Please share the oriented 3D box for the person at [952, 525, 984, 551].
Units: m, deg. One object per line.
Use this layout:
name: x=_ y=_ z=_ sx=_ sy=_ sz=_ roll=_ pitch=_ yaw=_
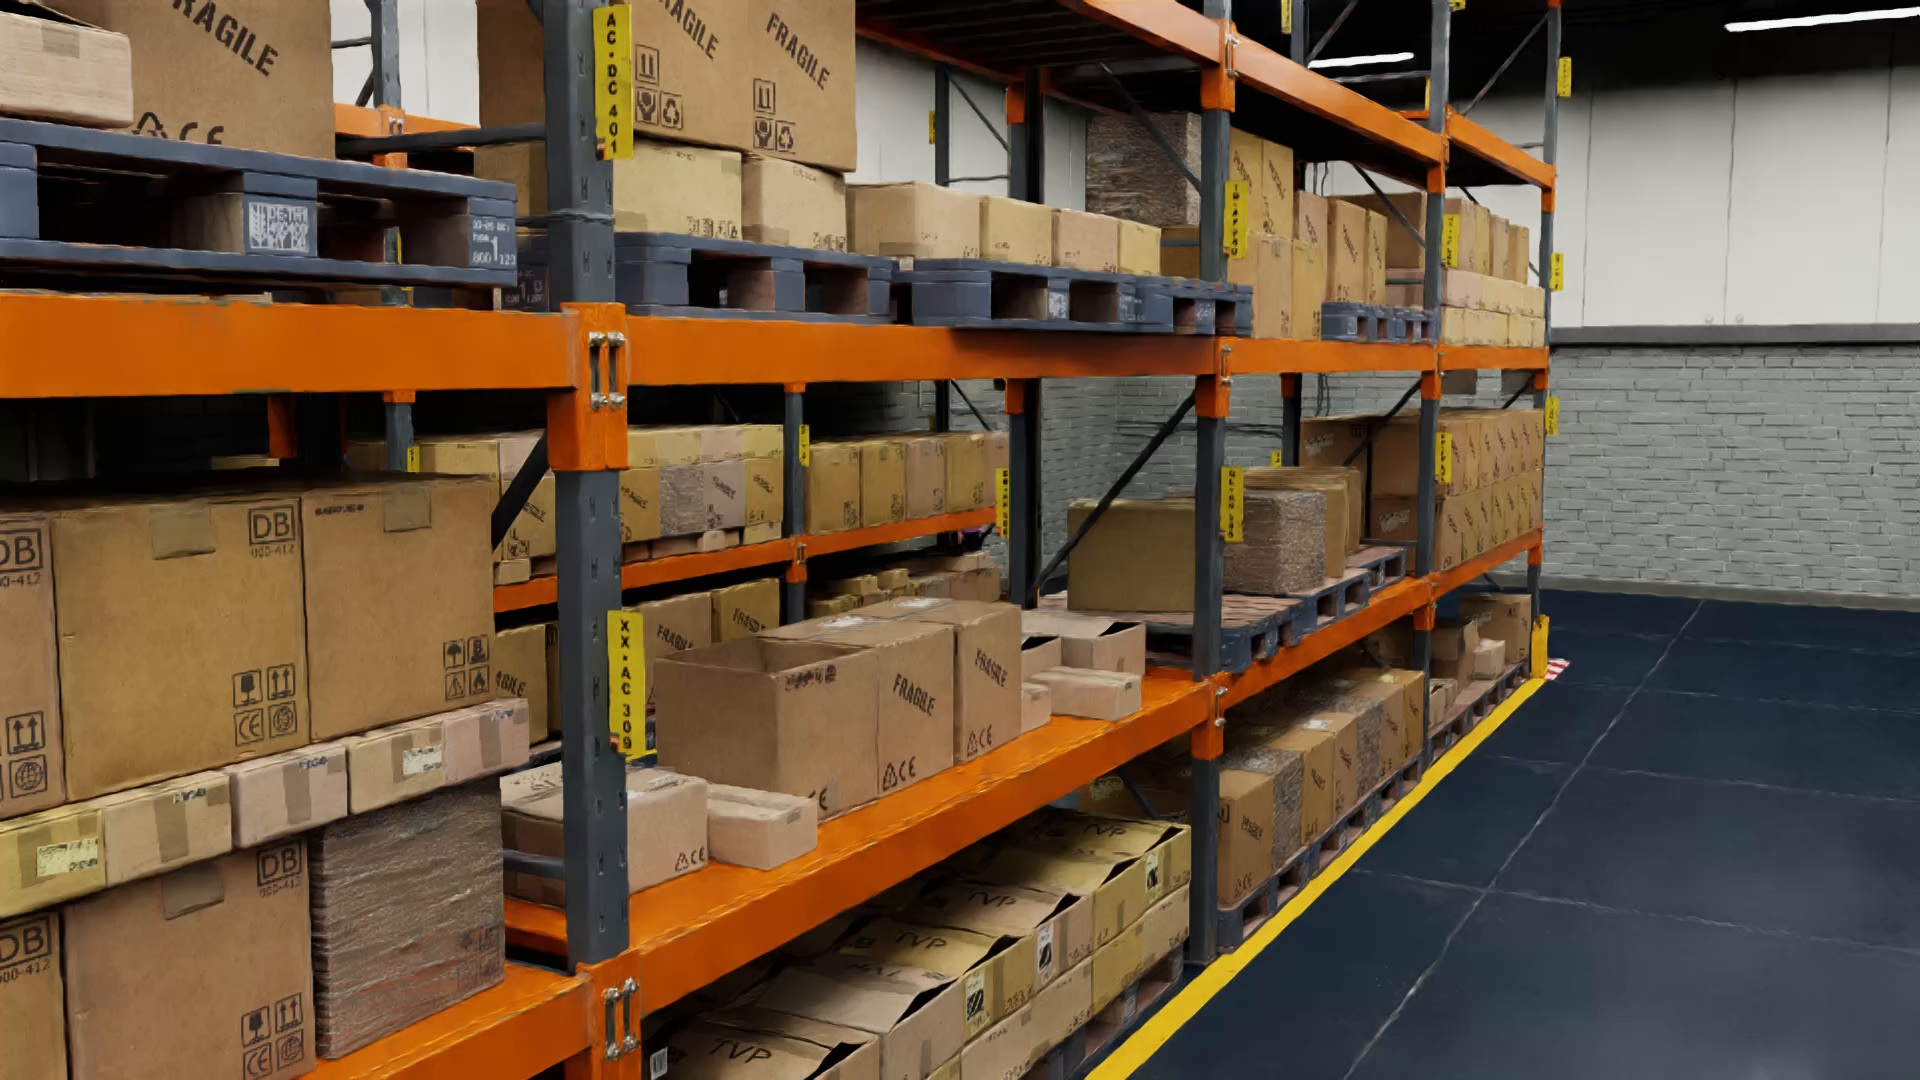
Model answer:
person: x=0.082 y=-0.075 z=18.266 sx=0.372 sy=1.587 sz=0.484 roll=5 pitch=8 yaw=39
